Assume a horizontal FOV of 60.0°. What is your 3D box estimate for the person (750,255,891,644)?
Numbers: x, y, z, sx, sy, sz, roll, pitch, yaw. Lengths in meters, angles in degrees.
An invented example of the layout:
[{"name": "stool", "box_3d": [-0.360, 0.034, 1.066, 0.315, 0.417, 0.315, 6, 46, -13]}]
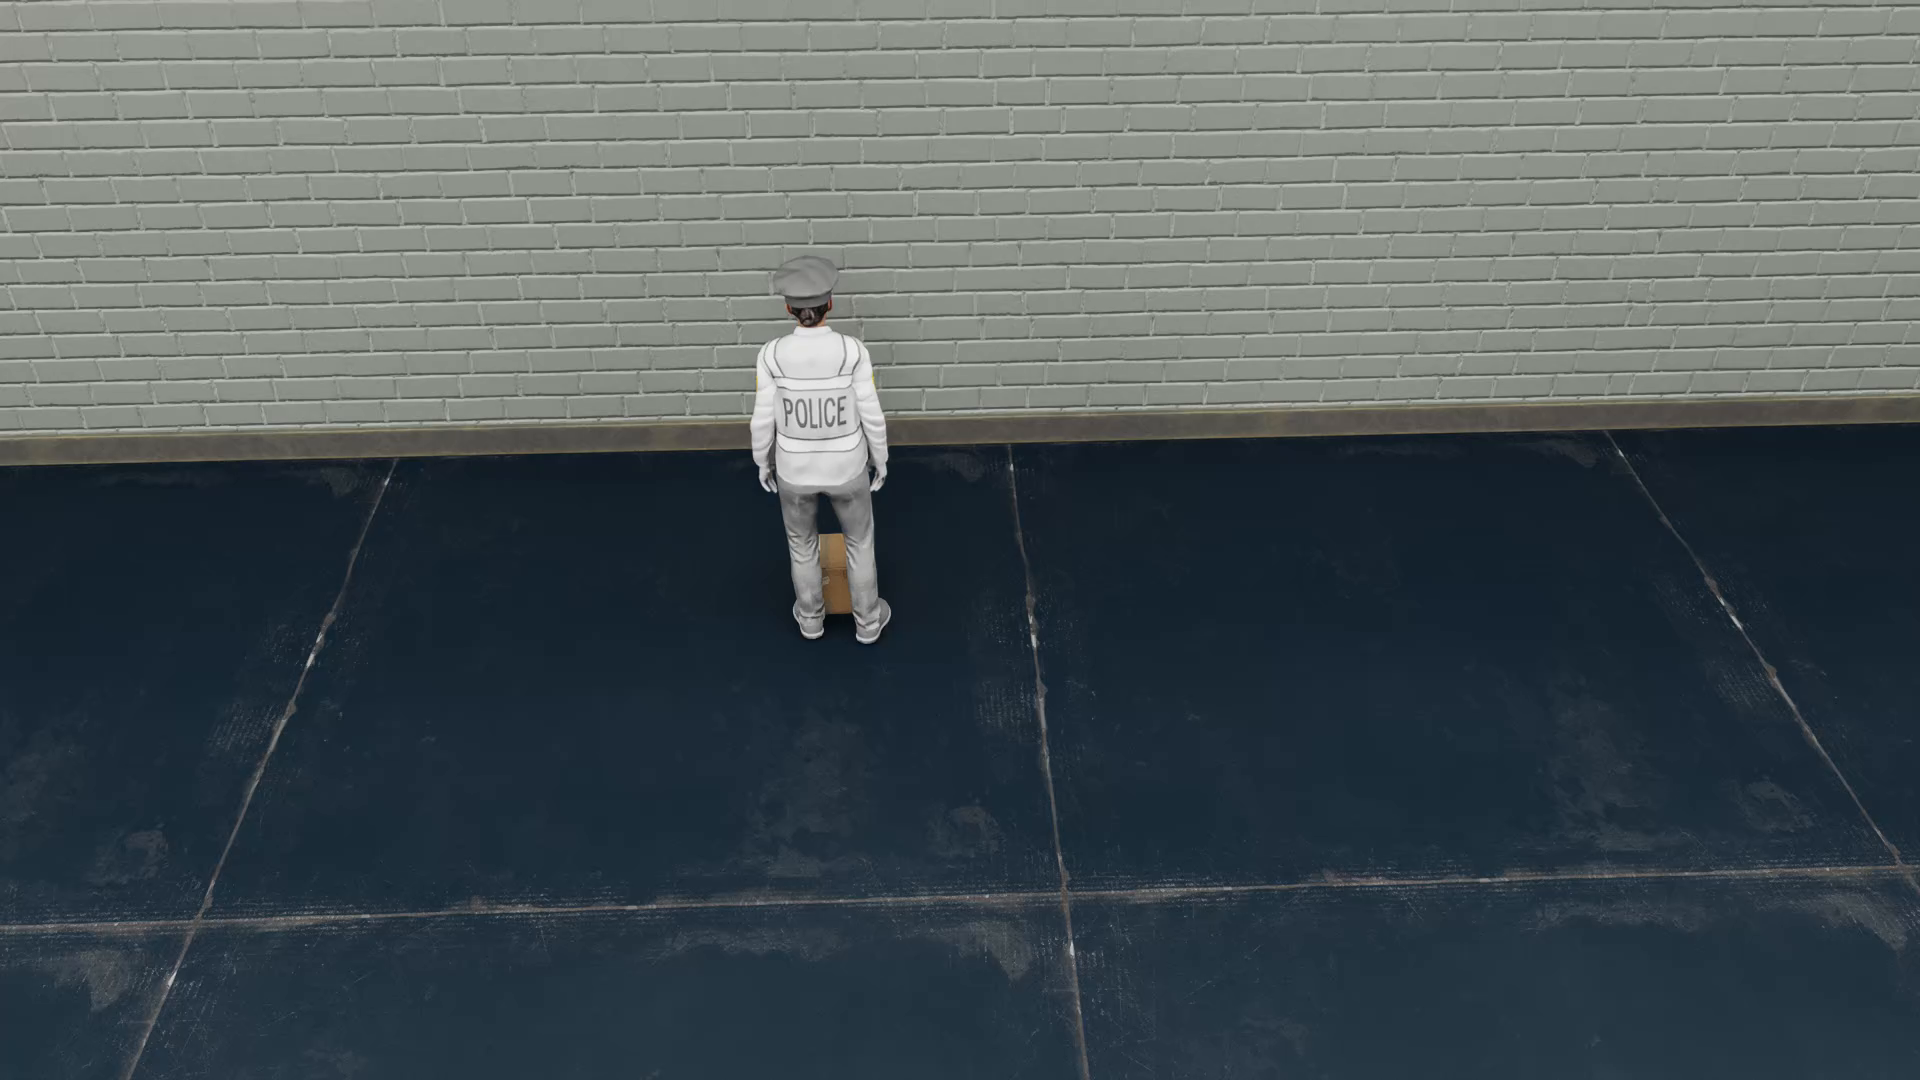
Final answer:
[{"name": "person", "box_3d": [-0.546, -0.300, 6.564, 0.530, 1.663, 0.405, -1, 35, -2]}]
